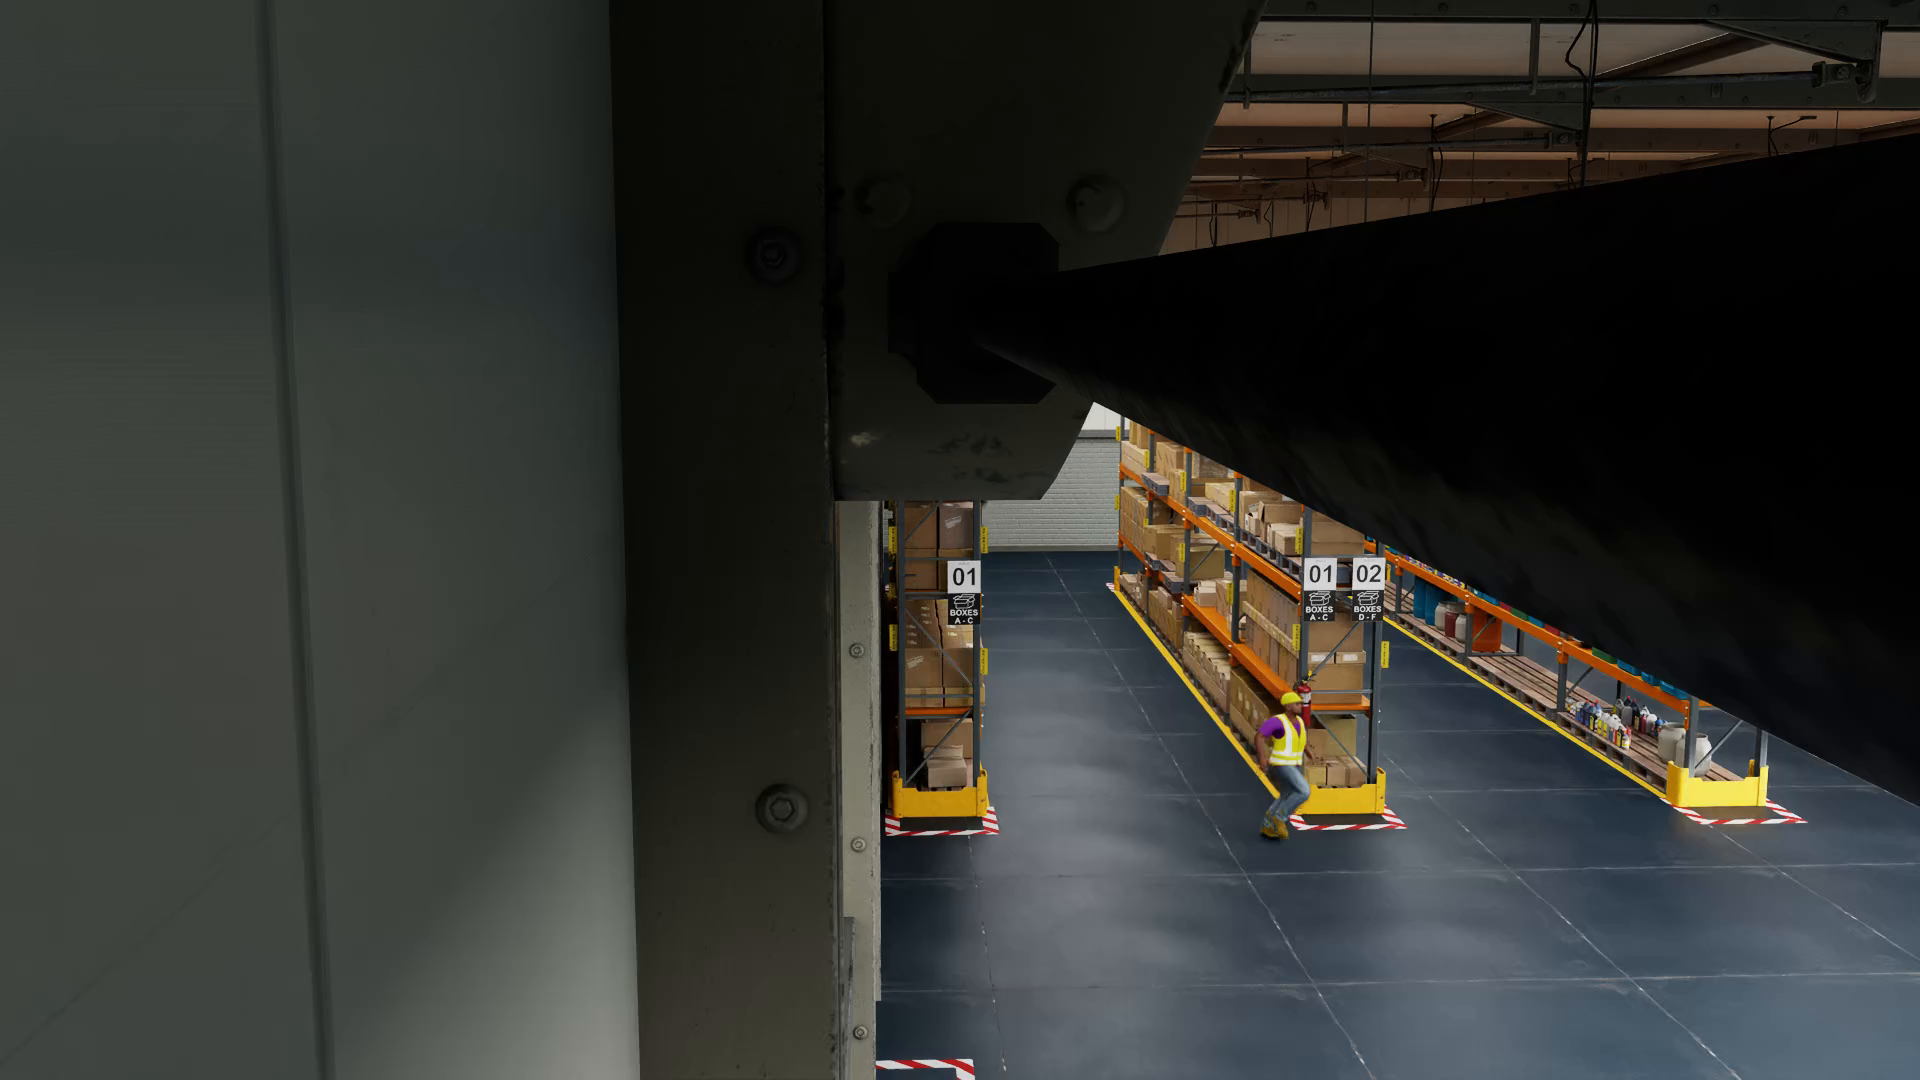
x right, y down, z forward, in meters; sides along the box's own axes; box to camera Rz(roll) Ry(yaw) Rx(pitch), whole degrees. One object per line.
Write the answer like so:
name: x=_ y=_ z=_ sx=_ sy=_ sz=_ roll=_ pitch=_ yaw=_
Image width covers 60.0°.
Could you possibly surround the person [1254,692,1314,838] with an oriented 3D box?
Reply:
person: x=3.905 y=2.654 z=19.647 sx=0.649 sy=1.697 sz=0.725 roll=7 pitch=11 yaw=41
